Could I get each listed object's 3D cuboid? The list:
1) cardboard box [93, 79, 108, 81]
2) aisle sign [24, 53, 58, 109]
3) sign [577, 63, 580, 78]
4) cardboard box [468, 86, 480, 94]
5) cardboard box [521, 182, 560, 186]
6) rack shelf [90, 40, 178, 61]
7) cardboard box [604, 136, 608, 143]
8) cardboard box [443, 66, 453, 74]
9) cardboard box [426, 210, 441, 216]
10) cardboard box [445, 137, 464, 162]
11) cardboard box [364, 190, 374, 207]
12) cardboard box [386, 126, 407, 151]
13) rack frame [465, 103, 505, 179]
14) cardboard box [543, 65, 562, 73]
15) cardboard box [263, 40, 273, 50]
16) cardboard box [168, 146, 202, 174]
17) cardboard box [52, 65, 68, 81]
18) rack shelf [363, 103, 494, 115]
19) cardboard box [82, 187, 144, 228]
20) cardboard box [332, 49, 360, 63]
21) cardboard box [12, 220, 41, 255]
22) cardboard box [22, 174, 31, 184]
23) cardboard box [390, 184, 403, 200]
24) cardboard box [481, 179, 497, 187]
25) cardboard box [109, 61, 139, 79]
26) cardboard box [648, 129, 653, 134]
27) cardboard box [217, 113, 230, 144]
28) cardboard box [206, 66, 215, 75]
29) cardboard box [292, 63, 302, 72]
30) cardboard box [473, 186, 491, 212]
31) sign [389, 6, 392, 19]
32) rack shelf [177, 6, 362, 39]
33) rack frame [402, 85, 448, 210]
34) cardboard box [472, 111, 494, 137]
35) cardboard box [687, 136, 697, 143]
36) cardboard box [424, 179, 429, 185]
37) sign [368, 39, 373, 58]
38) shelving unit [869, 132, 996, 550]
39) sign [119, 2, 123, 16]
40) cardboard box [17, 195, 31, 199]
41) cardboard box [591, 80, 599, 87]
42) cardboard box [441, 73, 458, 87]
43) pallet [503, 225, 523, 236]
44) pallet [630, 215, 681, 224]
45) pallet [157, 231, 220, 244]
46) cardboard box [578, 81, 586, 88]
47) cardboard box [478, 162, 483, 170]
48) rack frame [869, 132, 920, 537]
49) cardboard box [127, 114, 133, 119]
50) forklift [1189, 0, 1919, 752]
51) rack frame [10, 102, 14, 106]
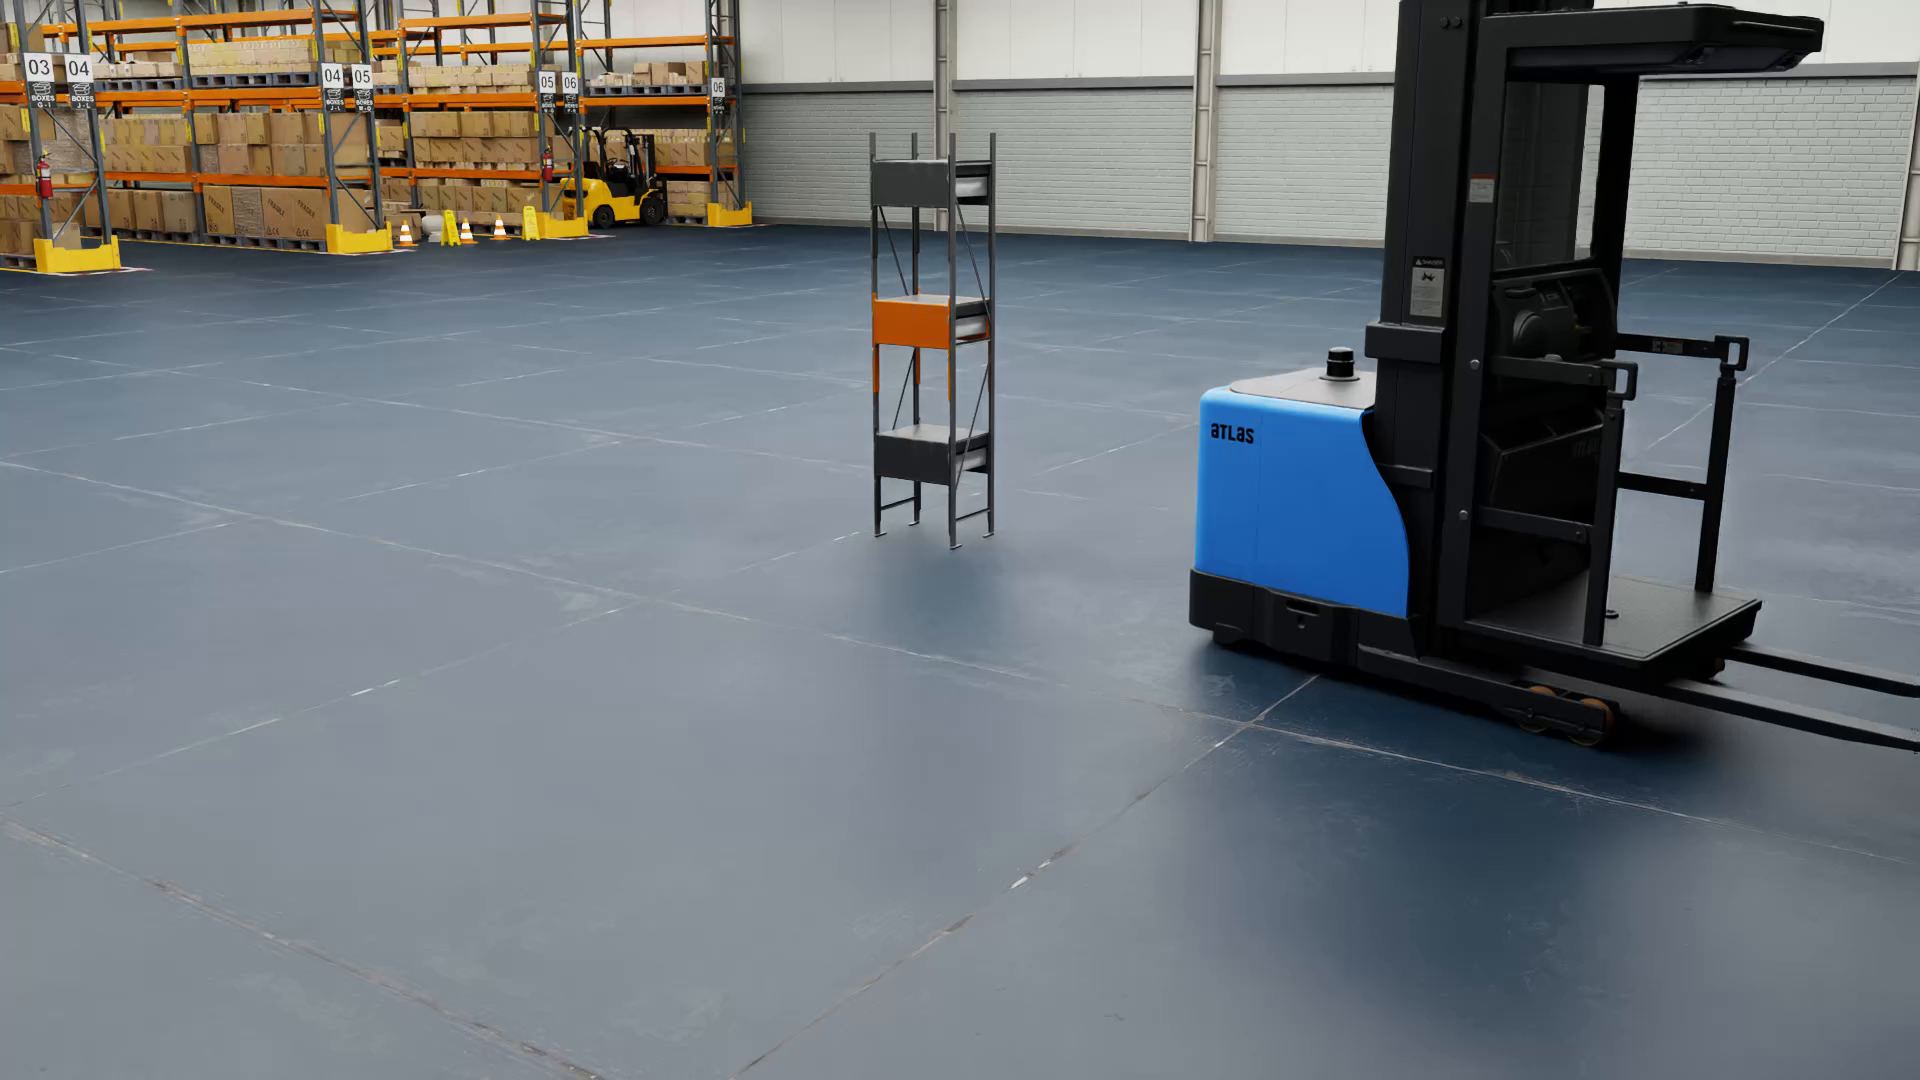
[{"bbox_3d":[-17.622,-9.292,33.665,0.500,0.500,0.500,9,17,33],"label":"cardboard box"},{"bbox_3d":[-13.626,-6.803,24.652,0.004,0.787,0.394,9,17,33],"label":"aisle sign"},{"bbox_3d":[-8.826,-10.862,38.486,0.005,0.325,0.100,9,17,33],"label":"sign"},{"bbox_3d":[-9.731,-9.108,33.656,0.250,0.149,0.380,9,16,32],"label":"cardboard box"},{"bbox_3d":[-10.235,-8.437,40.730,0.625,0.625,0.875,8,16,31],"label":"cardboard box"},{"bbox_3d":[-19.596,-11.831,40.220,4.000,0.370,1.077,9,17,33],"label":"rack shelf"},{"bbox_3d":[-8.198,-9.345,38.775,0.250,0.149,0.380,10,17,34],"label":"cardboard box"},{"bbox_3d":[-10.336,-9.605,34.004,0.250,0.149,0.380,9,16,31],"label":"cardboard box"},{"bbox_3d":[-10.960,-6.858,35.132,0.500,0.250,0.500,8,16,30],"label":"cardboard box"},{"bbox_3d":[-10.250,-8.067,34.342,0.500,0.500,0.500,9,17,32],"label":"cardboard box"},{"bbox_3d":[-12.267,-6.917,34.148,0.500,0.500,0.500,9,17,33],"label":"cardboard box"},{"bbox_3d":[-11.810,-8.534,35.356,0.500,0.500,0.500,9,16,32],"label":"cardboard box"},{"bbox_3d":[-11.851,-9.648,41.556,0.127,3.000,1.000,9,17,33],"label":"rack frame"},{"bbox_3d":[-8.161,-9.395,33.153,0.250,0.149,0.380,9,17,32],"label":"cardboard box"},{"bbox_3d":[-11.968,-8.672,29.151,0.250,0.149,0.380,9,17,33],"label":"cardboard box"},{"bbox_3d":[-14.560,-7.186,31.402,0.500,0.500,0.500,9,17,32],"label":"cardboard box"},{"bbox_3d":[-13.766,-7.109,25.366,0.500,0.250,0.500,10,17,34],"label":"cardboard box"},{"bbox_3d":[-13.510,-11.023,42.365,4.000,0.370,1.077,9,17,33],"label":"rack shelf"},{"bbox_3d":[-16.841,-6.670,33.332,0.750,0.750,1.050,9,16,32],"label":"cardboard box"},{"bbox_3d":[-10.916,-8.480,29.208,0.500,0.250,0.500,9,17,33],"label":"cardboard box"},{"bbox_3d":[-14.534,-4.760,26.138,0.500,0.500,0.500,-12,18,-39],"label":"cardboard box"},{"bbox_3d":[-14.069,-5.518,25.394,0.250,0.149,0.380,9,17,33],"label":"cardboard box"},{"bbox_3d":[-14.447,-8.996,43.249,0.500,0.500,0.500,9,16,32],"label":"cardboard box"},{"bbox_3d":[-9.556,-7.294,33.985,0.250,0.149,0.380,10,17,35],"label":"cardboard box"},{"bbox_3d":[-15.977,-9.046,31.983,0.500,0.311,0.500,9,16,32],"label":"cardboard box"},{"bbox_3d":[-6.903,-9.294,37.947,0.250,0.149,0.380,9,17,34],"label":"cardboard box"},{"bbox_3d":[-13.169,-7.611,30.767,0.550,0.550,0.875,9,17,33],"label":"cardboard box"},{"bbox_3d":[-13.443,-8.523,30.208,0.250,0.149,0.380,9,17,33],"label":"cardboard box"},{"bbox_3d":[-11.332,-8.182,28.832,0.250,0.149,0.380,9,17,33],"label":"cardboard box"},{"bbox_3d":[-9.640,-7.012,34.195,0.500,0.500,0.500,9,16,32],"label":"cardboard box"},{"bbox_3d":[-14.865,-13.738,43.321,0.005,0.325,0.100,9,17,33],"label":"sign"},{"bbox_3d":[-12.318,-9.222,29.677,4.000,0.370,1.077,9,17,33],"label":"rack shelf"},{"bbox_3d":[-11.299,-8.121,35.389,0.127,3.000,1.000,9,17,33],"label":"rack frame"},{"bbox_3d":[-9.422,-8.406,33.628,0.500,0.500,0.700,9,16,32],"label":"cardboard box"},{"bbox_3d":[-5.885,-8.958,37.209,0.250,0.149,0.380,9,17,34],"label":"cardboard box"},{"bbox_3d":[-13.486,-9.153,42.532,0.250,0.149,0.380,8,16,30],"label":"cardboard box"},{"bbox_3d":[-10.344,-8.613,29.149,0.005,0.325,0.100,9,17,33],"label":"sign"},{"bbox_3d":[-0.137,-1.041,8.661,0.503,2.100,0.431,9,17,33],"label":"shelving unit"},{"bbox_3d":[-20.941,-13.241,41.477,0.005,0.325,0.100,9,17,33],"label":"sign"},{"bbox_3d":[-19.286,-7.256,34.661,0.500,0.250,0.500,10,17,35],"label":"cardboard box"},{"bbox_3d":[-8.329,-10.577,38.508,0.250,0.149,0.380,10,17,34],"label":"cardboard box"},{"bbox_3d":[-10.245,-9.398,33.998,0.500,0.250,0.500,9,17,33],"label":"cardboard box"},{"bbox_3d":[-8.697,-6.358,34.067,1.213,0.211,1.003,9,17,33],"label":"pallet"},{"bbox_3d":[-6.878,-7.480,38.599,1.213,0.211,1.003,9,17,33],"label":"pallet"},{"bbox_3d":[-14.660,-5.856,32.039,1.213,0.211,1.003,9,17,33],"label":"pallet"},{"bbox_3d":[-9.126,-10.851,39.614,0.250,0.149,0.380,9,17,33],"label":"cardboard box"},{"bbox_3d":[-9.667,-7.679,34.126,0.250,0.149,0.380,9,17,33],"label":"cardboard box"},{"bbox_3d":[-0.340,-1.074,8.793,0.015,2.100,0.400,9,17,33],"label":"rack frame"},{"bbox_3d":[-20.048,-10.300,40.550,0.250,0.149,0.380,9,17,33],"label":"cardboard box"},{"bbox_3d":[2.379,-0.834,6.094,3.031,2.935,1.130,13,19,43],"label":"forklift"},{"bbox_3d":[-20.616,-8.194,35.681,0.127,3.000,1.000,9,17,33],"label":"rack frame"}]
